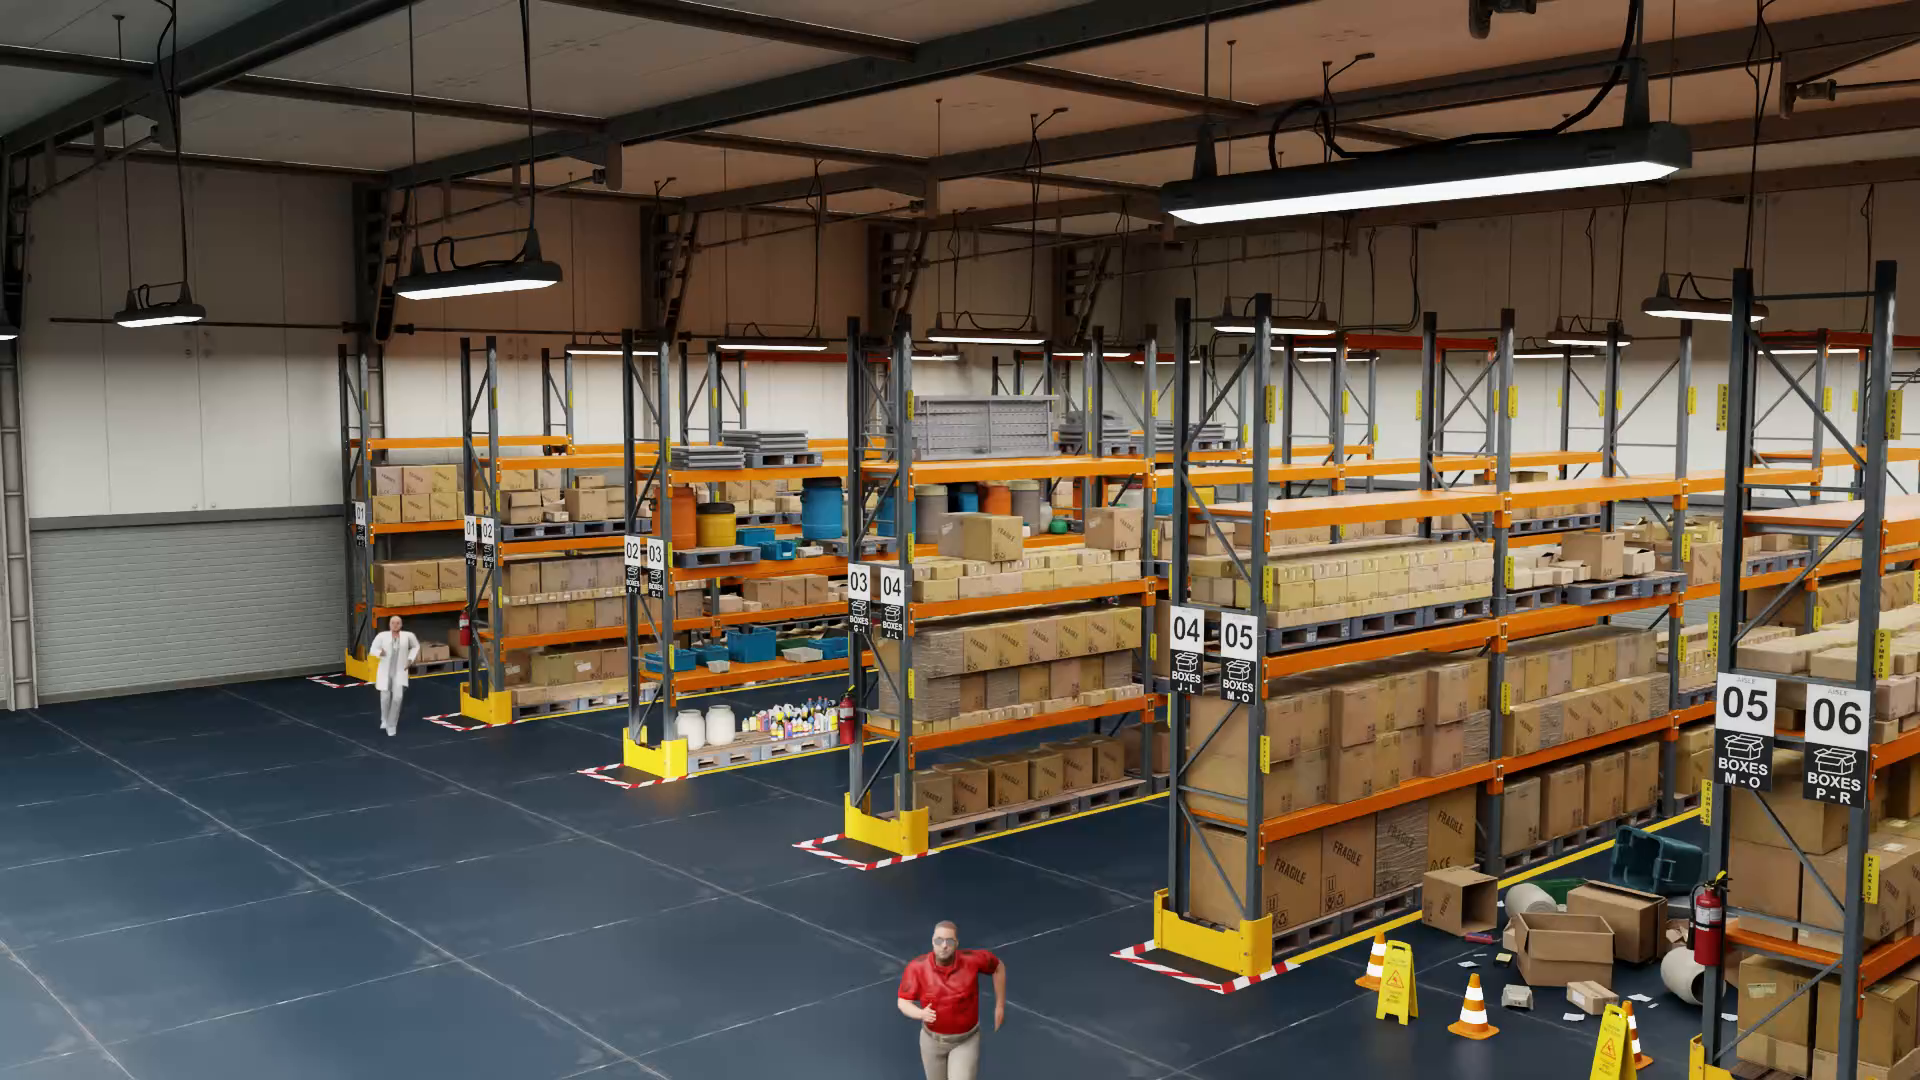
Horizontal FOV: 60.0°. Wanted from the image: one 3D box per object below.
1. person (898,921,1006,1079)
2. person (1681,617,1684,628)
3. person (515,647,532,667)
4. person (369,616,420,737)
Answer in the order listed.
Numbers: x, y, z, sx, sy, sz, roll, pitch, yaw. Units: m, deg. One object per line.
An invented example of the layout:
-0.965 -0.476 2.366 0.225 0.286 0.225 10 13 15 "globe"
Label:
-0.058 3.340 10.957 0.689 1.752 0.852 1 5 6 "person"
10.738 2.039 25.008 0.677 1.823 0.738 5 7 44 "person"
-7.592 1.727 28.982 0.605 1.745 0.772 4 6 38 "person"
-8.525 2.053 25.087 0.705 1.839 0.817 -1 5 -14 "person"
